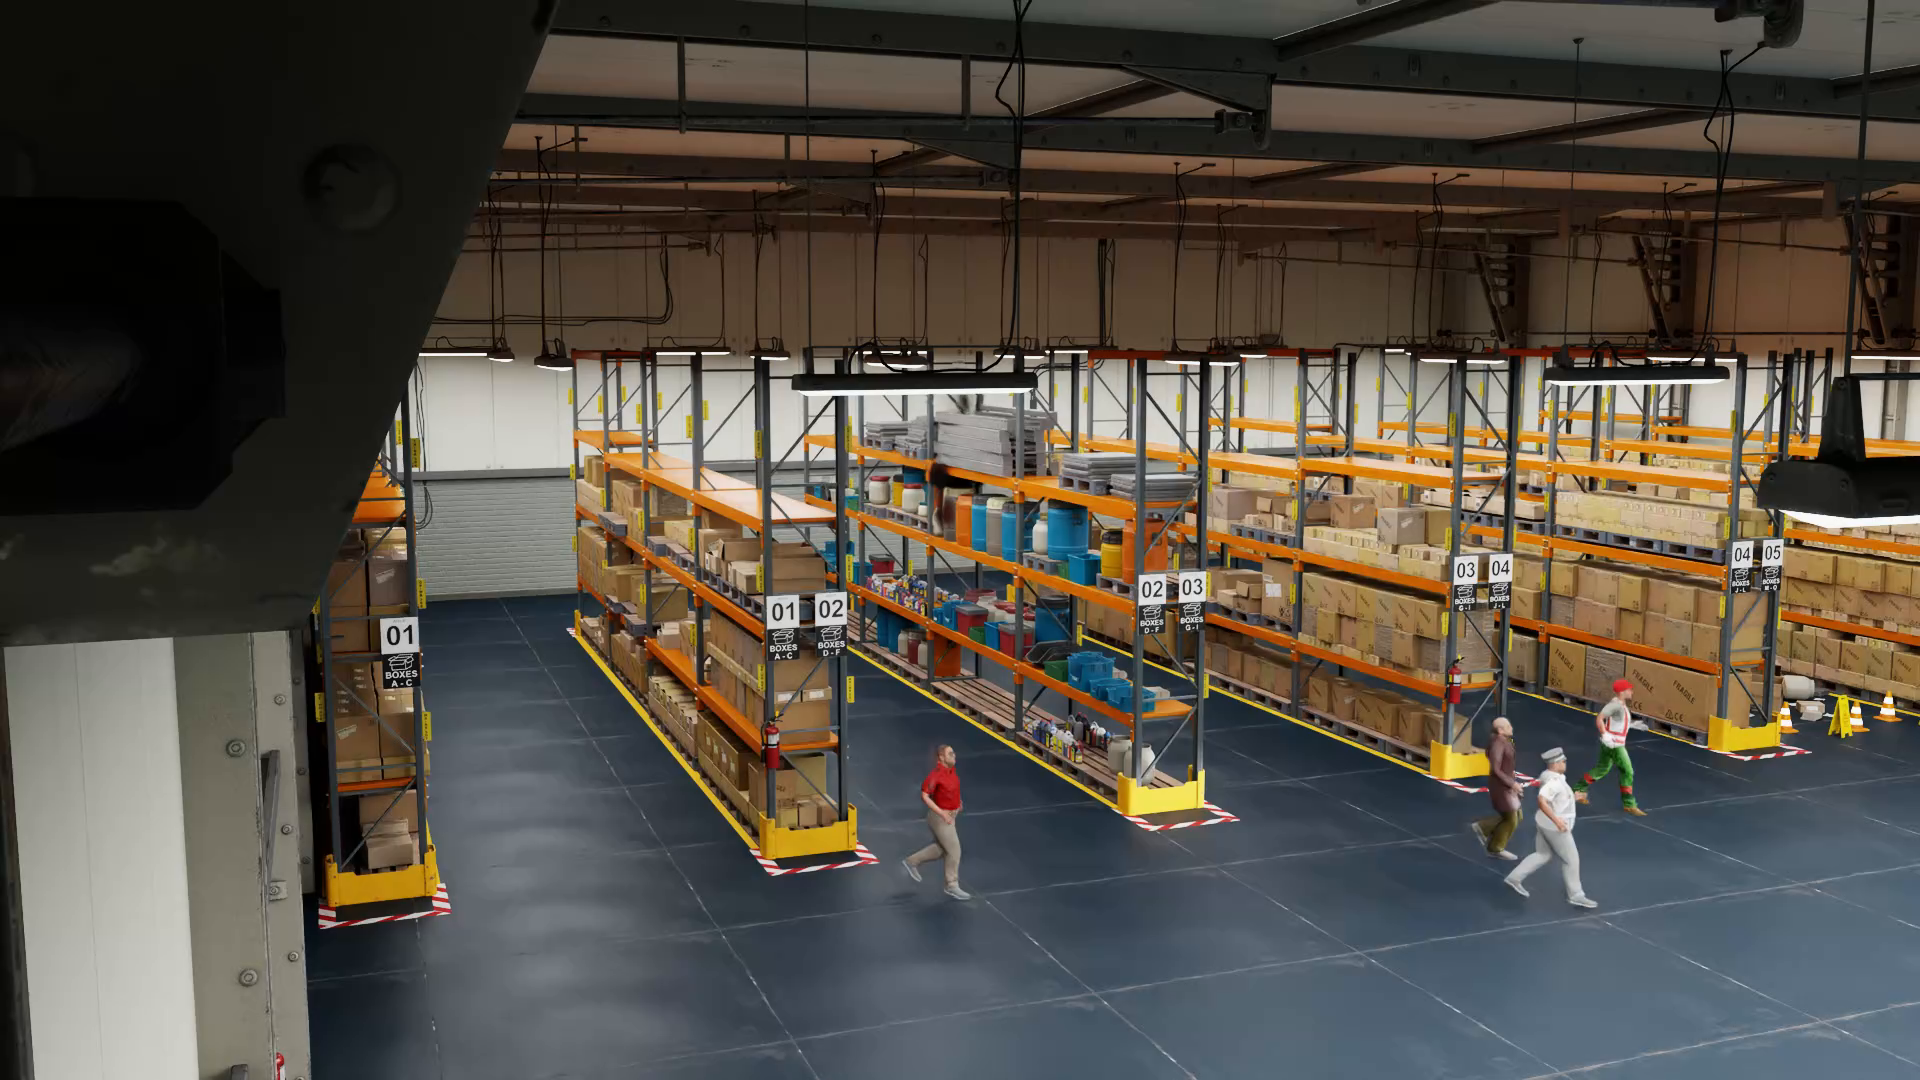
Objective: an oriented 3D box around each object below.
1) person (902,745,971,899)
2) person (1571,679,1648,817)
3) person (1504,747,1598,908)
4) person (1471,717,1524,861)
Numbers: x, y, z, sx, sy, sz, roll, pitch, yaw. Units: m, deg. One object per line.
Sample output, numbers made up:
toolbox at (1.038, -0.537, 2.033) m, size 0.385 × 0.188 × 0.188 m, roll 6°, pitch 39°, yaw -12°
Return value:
person at (-0.257, 3.155, 18.801) m, size 0.831 × 1.746 × 0.676 m, roll 2°, pitch 7°, yaw 16°
person at (8.597, 2.719, 21.984) m, size 0.969 × 1.808 × 0.606 m, roll 2°, pitch 7°, yaw 17°
person at (6.554, 3.154, 18.346) m, size 0.986 × 1.772 × 0.660 m, roll 0°, pitch 7°, yaw 2°
person at (6.498, 2.989, 20.066) m, size 0.600 × 1.744 × 0.711 m, roll 2°, pitch 7°, yaw 16°
